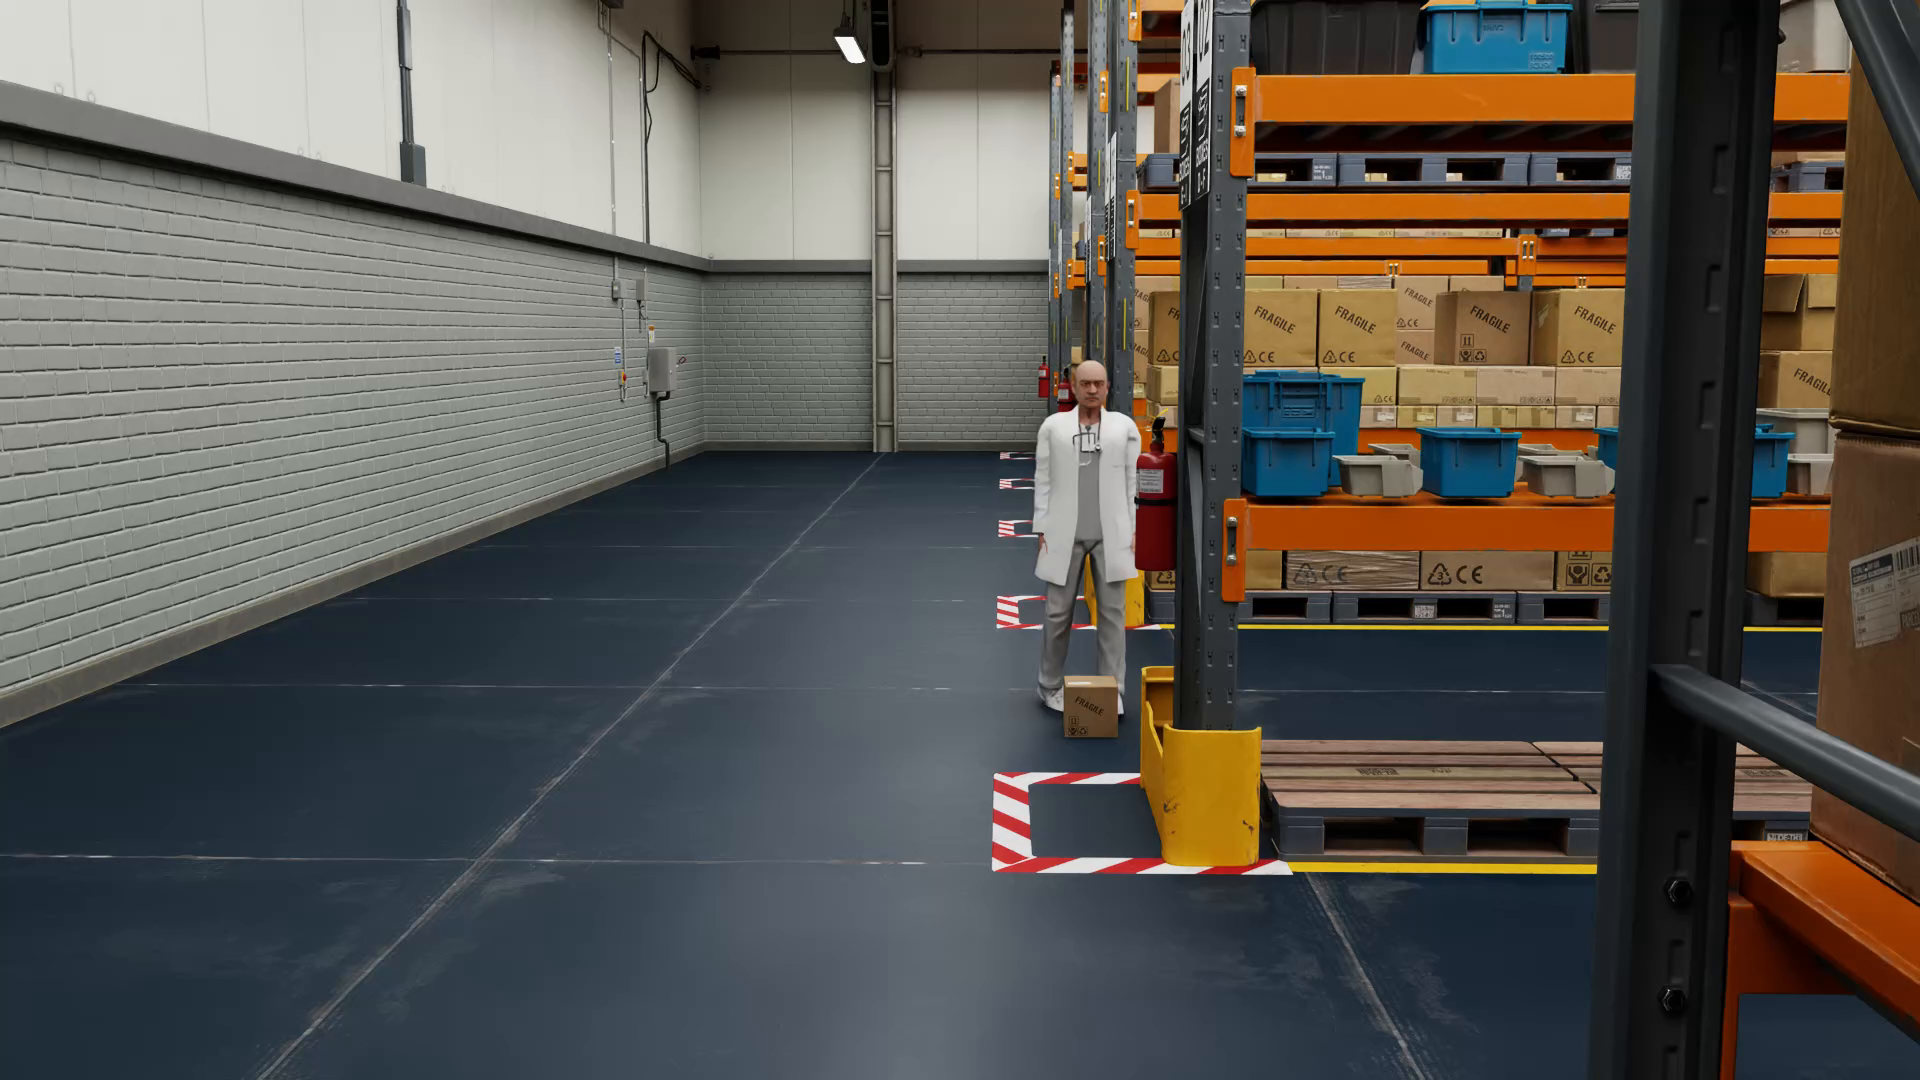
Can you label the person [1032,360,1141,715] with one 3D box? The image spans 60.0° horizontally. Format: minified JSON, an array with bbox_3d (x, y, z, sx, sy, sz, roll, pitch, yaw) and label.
[{"bbox_3d":[0.660,0.008,8.438,0.592,1.826,0.522,0,7,3],"label":"person"}]
